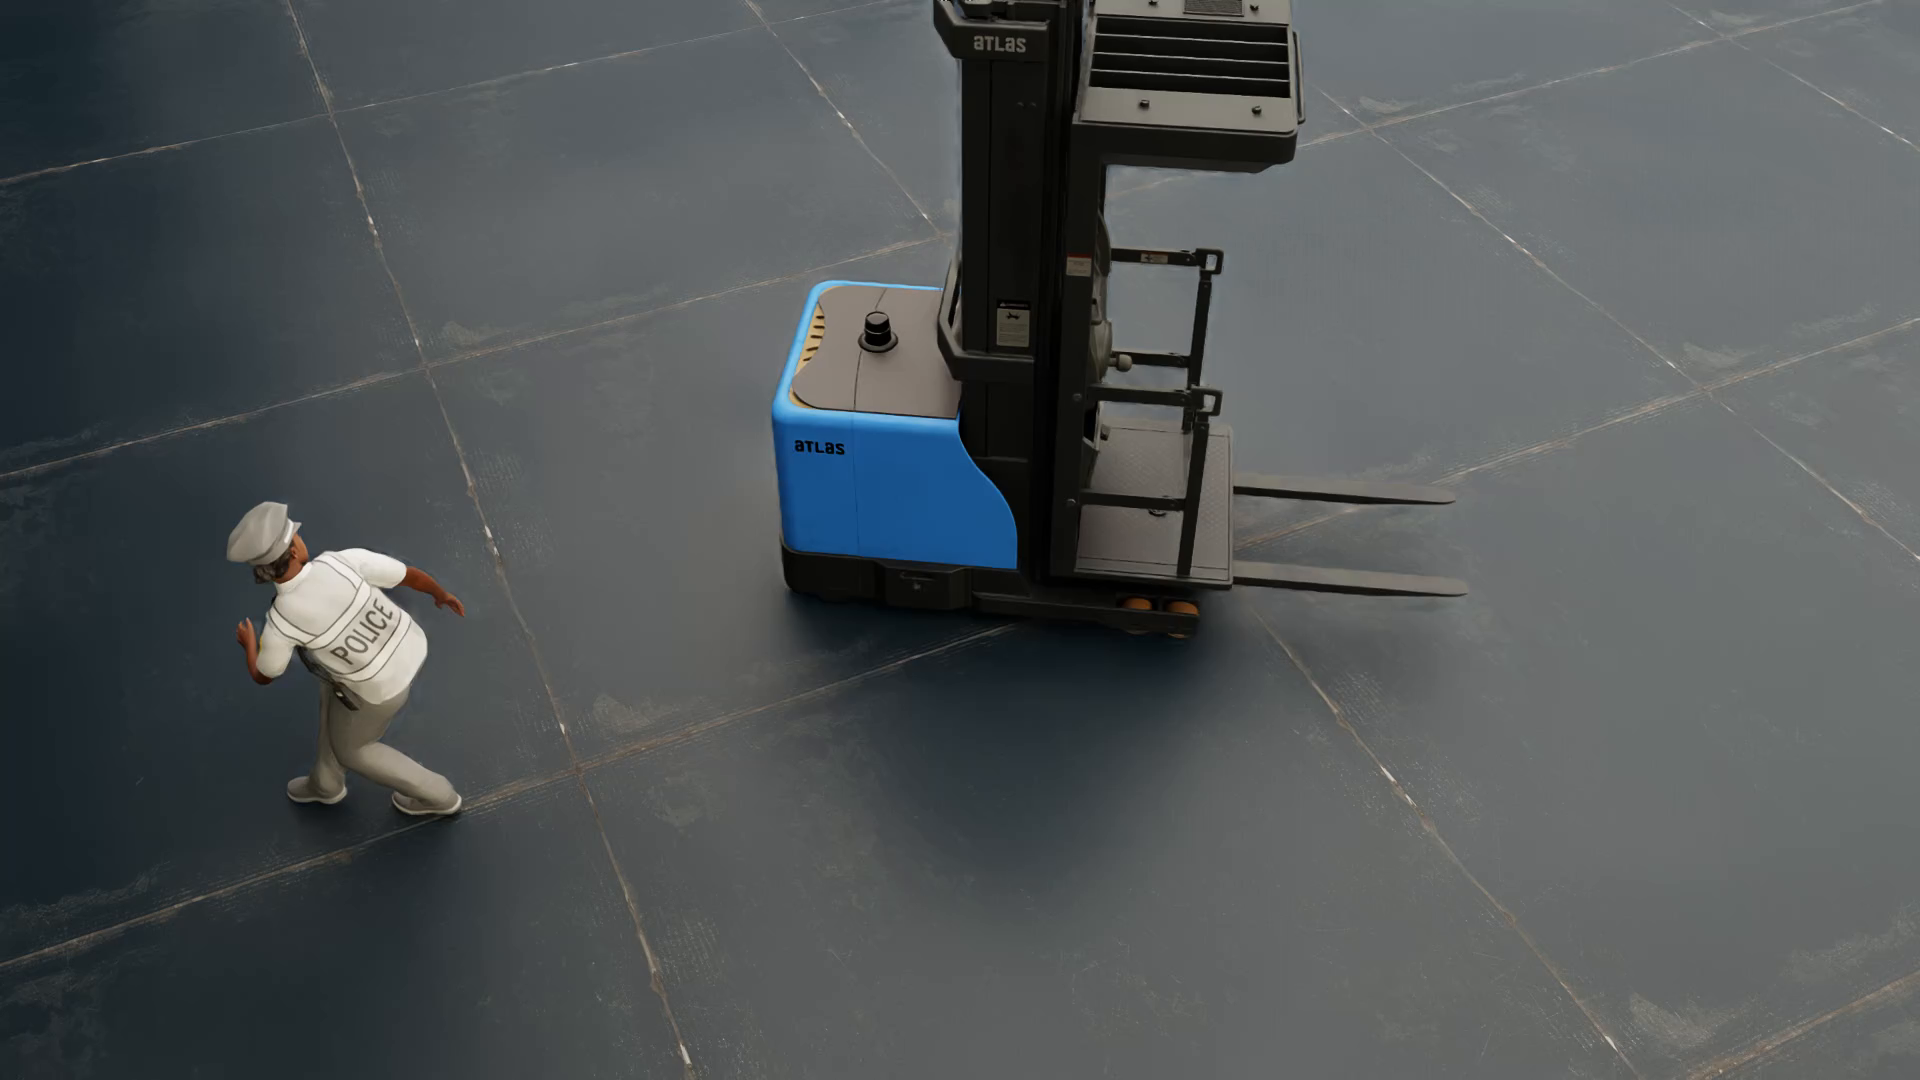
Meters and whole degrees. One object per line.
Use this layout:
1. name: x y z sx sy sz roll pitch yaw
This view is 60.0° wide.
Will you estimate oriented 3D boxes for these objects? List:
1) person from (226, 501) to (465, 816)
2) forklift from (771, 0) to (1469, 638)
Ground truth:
1. person: -2.335 0.407 6.282 0.763 1.533 0.694 13 44 13
2. forklift: 0.756 -1.024 6.777 3.031 2.935 1.130 5 43 5
